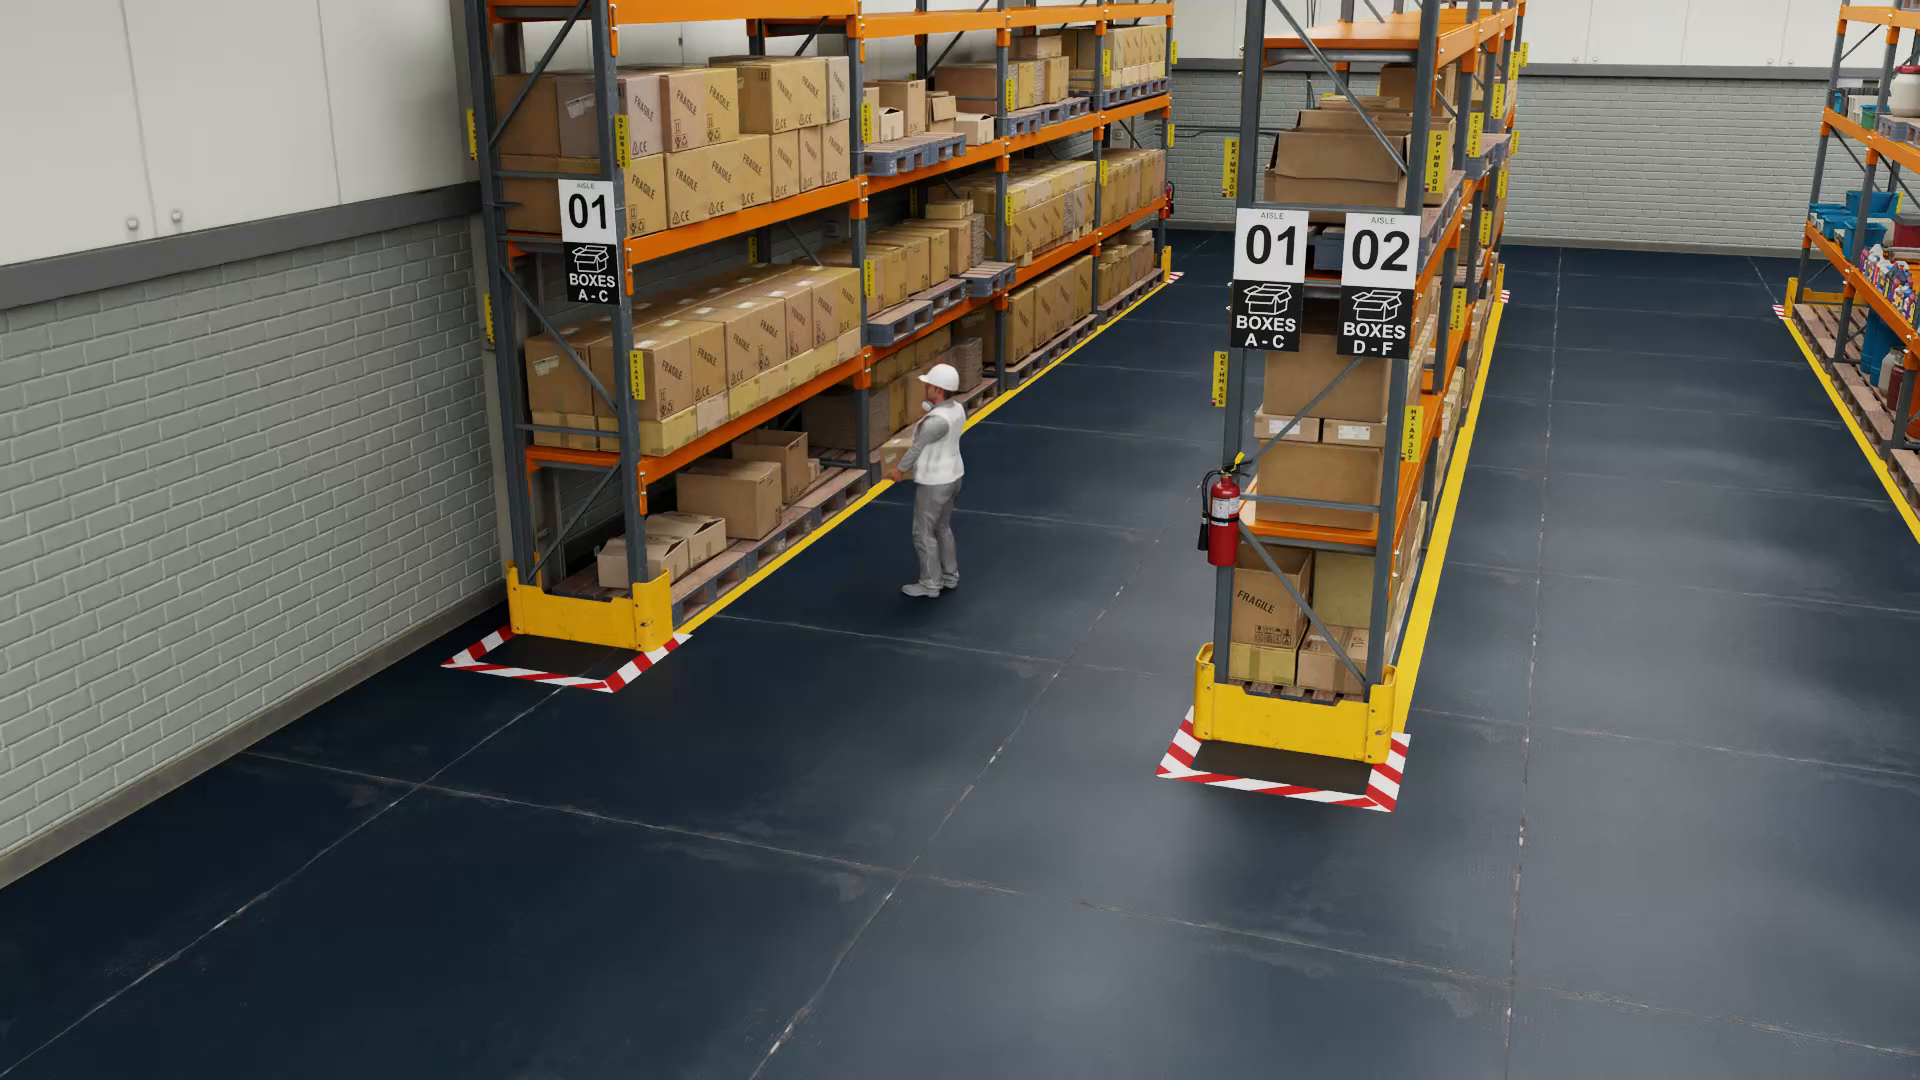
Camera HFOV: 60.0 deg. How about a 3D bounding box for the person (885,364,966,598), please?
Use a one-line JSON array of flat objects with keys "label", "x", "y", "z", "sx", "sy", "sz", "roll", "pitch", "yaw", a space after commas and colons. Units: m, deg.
[{"label": "person", "x": -0.262, "y": -0.451, "z": 12.379, "sx": 0.546, "sy": 1.765, "sz": 0.494, "roll": 7, "pitch": 20, "yaw": 19}]
